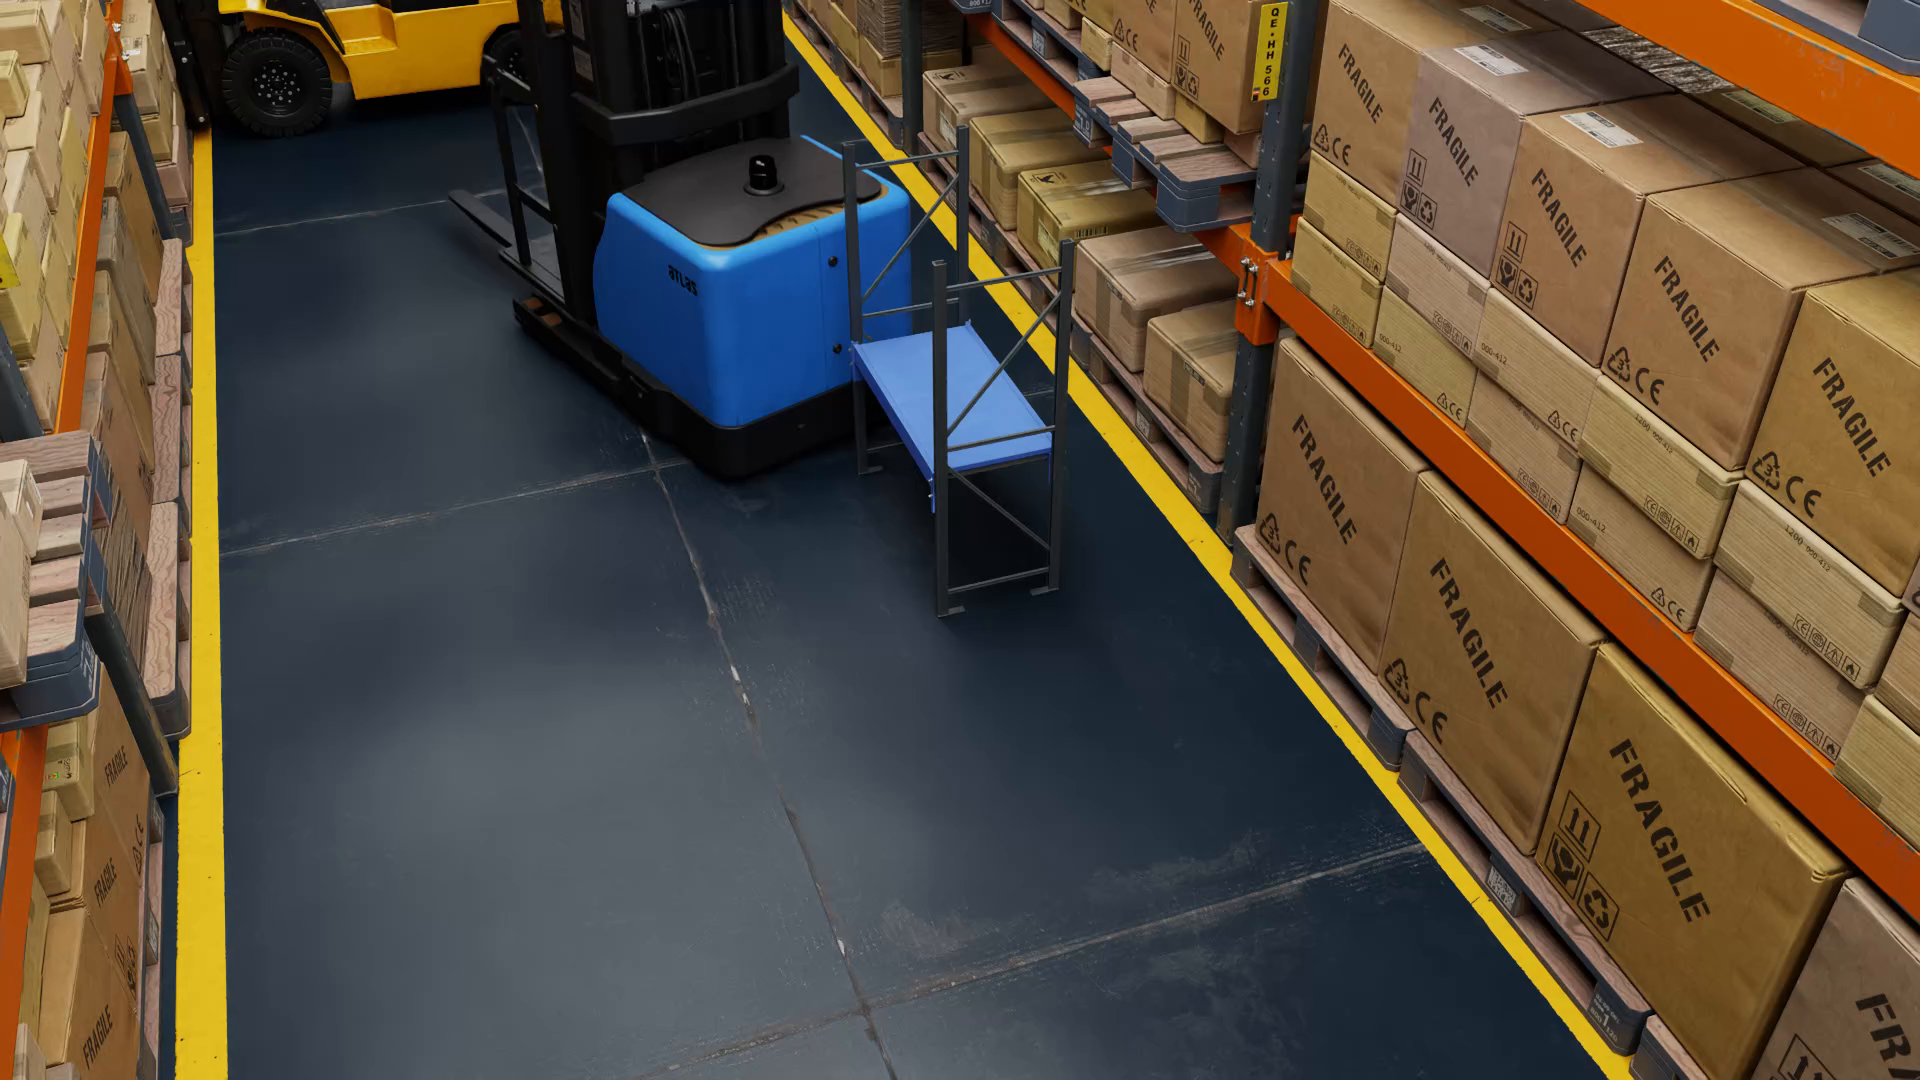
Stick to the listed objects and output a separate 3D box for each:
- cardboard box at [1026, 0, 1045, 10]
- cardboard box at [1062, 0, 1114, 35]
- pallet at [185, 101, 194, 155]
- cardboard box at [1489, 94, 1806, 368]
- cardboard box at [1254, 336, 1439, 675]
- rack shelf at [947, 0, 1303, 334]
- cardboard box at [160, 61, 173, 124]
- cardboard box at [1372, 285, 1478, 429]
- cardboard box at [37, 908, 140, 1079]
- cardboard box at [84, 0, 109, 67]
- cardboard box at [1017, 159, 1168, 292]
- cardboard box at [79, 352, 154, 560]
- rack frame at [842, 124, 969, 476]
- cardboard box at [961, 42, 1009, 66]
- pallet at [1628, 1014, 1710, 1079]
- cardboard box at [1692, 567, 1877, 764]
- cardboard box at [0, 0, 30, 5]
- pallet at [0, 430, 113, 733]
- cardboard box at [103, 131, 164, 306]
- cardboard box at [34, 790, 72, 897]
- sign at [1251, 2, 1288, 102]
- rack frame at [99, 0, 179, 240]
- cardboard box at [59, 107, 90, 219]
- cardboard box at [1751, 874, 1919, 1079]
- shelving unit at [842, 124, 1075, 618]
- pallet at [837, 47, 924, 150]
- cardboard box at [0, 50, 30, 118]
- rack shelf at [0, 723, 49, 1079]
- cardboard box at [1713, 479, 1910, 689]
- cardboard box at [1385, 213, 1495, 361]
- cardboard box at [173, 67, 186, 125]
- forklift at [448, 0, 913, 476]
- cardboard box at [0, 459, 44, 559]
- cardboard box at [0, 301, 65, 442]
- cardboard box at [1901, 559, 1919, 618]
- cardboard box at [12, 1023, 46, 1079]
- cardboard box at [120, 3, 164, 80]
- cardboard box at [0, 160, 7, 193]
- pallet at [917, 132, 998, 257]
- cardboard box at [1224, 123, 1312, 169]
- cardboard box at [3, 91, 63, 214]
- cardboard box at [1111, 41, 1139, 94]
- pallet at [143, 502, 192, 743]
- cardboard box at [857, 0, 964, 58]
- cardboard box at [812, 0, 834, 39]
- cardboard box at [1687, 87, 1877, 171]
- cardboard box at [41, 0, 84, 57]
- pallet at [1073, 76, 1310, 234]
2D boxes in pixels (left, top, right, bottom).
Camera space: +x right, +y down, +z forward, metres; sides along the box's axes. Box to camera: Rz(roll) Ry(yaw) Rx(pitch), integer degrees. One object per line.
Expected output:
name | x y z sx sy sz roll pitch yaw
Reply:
cardboard box | 0.472 -2.507 7.444 0.380 0.149 0.250 -11 38 -14
cardboard box | 0.752 -2.400 6.763 0.500 0.500 0.500 -15 40 -19
pallet | -5.161 -2.564 9.978 1.003 0.211 1.213 -12 39 -16
cardboard box | 1.816 -0.836 4.452 0.500 0.500 0.500 -11 38 -15
cardboard box | 1.693 -0.211 5.954 0.875 0.875 0.875 -13 39 -16
rack shelf | 0.845 -2.142 7.698 1.077 0.370 4.000 -12 39 -16
cardboard box | -4.555 -2.419 8.990 0.500 0.250 0.500 -13 39 -16
cardboard box | 1.658 -0.624 5.210 0.500 0.250 0.500 -14 39 -17
cardboard box | -2.434 1.336 4.212 0.500 0.500 0.500 -11 38 -14
cardboard box | -4.084 -2.239 7.354 0.500 0.250 0.500 -12 39 -15
cardboard box | 0.831 -1.583 8.194 0.950 0.372 0.625 -11 38 -14
cardboard box | -3.560 -0.211 6.162 0.875 0.625 0.625 -11 38 -14
rack frame | -0.204 -0.934 6.744 0.500 1.500 0.032 -12 39 -16
cardboard box | 0.207 -3.017 10.199 0.500 0.250 0.500 -14 39 -18
pallet | 2.573 1.654 4.379 1.003 0.211 1.213 -12 39 -16
cardboard box | 2.188 0.242 4.060 0.500 0.250 0.500 -13 39 -17
cardboard box | -3.709 -1.965 6.244 0.380 0.149 0.250 -12 39 -16
pallet | -2.827 0.176 4.183 1.213 0.211 1.003 -12 39 -16
cardboard box | -4.313 -1.456 7.814 0.875 0.625 0.625 -11 38 -14
cardboard box | -2.546 0.834 4.339 0.380 0.149 0.250 -14 39 -17
sign | 1.027 -1.612 5.501 0.100 0.325 0.005 -12 39 -16
rack frame | -4.503 -2.529 7.614 1.000 3.000 0.127 -12 39 -16
cardboard box | -3.579 -1.379 6.212 0.500 0.250 0.500 -11 38 -14
cardboard box | 2.621 1.308 3.938 0.875 0.875 0.875 -11 38 -15
shelving unit | -0.029 -0.647 6.363 0.538 1.500 1.048 -12 39 -16
pallet | -0.108 -2.817 10.315 1.003 0.211 1.213 -12 39 -16
cardboard box | -3.413 -1.536 5.674 0.380 0.149 0.250 -12 39 -15
rack shelf | -2.438 1.148 3.331 1.077 0.370 4.000 -12 39 -16
cardboard box | 2.167 0.050 3.900 0.500 0.250 0.500 -12 38 -15
cardboard box | 1.652 -0.809 5.041 0.500 0.250 0.500 -12 39 -15
cardboard box | -4.739 -2.511 9.527 0.500 0.250 0.500 -12 39 -15
forklift | -1.509 -2.259 7.313 1.130 2.935 3.031 -26 44 -30
cardboard box | -2.540 -0.045 4.177 0.380 0.149 0.250 -12 39 -15
cardboard box | -3.050 -0.511 5.060 0.500 0.250 0.500 -12 39 -16
cardboard box | 2.335 0.030 3.303 0.500 0.500 0.500 -12 39 -15
cardboard box | -2.289 1.284 3.742 0.380 0.149 0.250 -14 39 -18
cardboard box | -4.541 -2.627 8.850 0.500 0.250 0.500 -12 39 -16
cardboard box | -3.165 -1.100 5.095 0.380 0.149 0.250 -11 38 -15
pallet | 0.426 -2.006 9.237 1.003 0.211 1.213 -12 39 -16
cardboard box | 1.199 -1.503 6.112 0.380 0.149 0.250 -11 38 -14
cardboard box | -3.384 -1.293 5.683 0.500 0.250 0.500 -13 39 -17
cardboard box | 0.831 -1.916 6.661 0.380 0.149 0.250 -14 39 -18
pallet | -3.373 0.371 6.082 1.003 0.211 1.213 -12 39 -16
cardboard box | -0.299 -3.206 9.827 0.500 0.500 0.500 -13 39 -17
cardboard box | -0.663 -3.494 10.831 0.500 0.250 0.500 -12 39 -15
cardboard box | 2.305 -0.931 4.578 0.500 0.500 0.500 -12 39 -16
cardboard box | -3.910 -2.155 6.827 0.500 0.250 0.500 -13 39 -17
pallet | 1.188 -1.603 6.545 1.213 0.211 1.003 -12 39 -16
